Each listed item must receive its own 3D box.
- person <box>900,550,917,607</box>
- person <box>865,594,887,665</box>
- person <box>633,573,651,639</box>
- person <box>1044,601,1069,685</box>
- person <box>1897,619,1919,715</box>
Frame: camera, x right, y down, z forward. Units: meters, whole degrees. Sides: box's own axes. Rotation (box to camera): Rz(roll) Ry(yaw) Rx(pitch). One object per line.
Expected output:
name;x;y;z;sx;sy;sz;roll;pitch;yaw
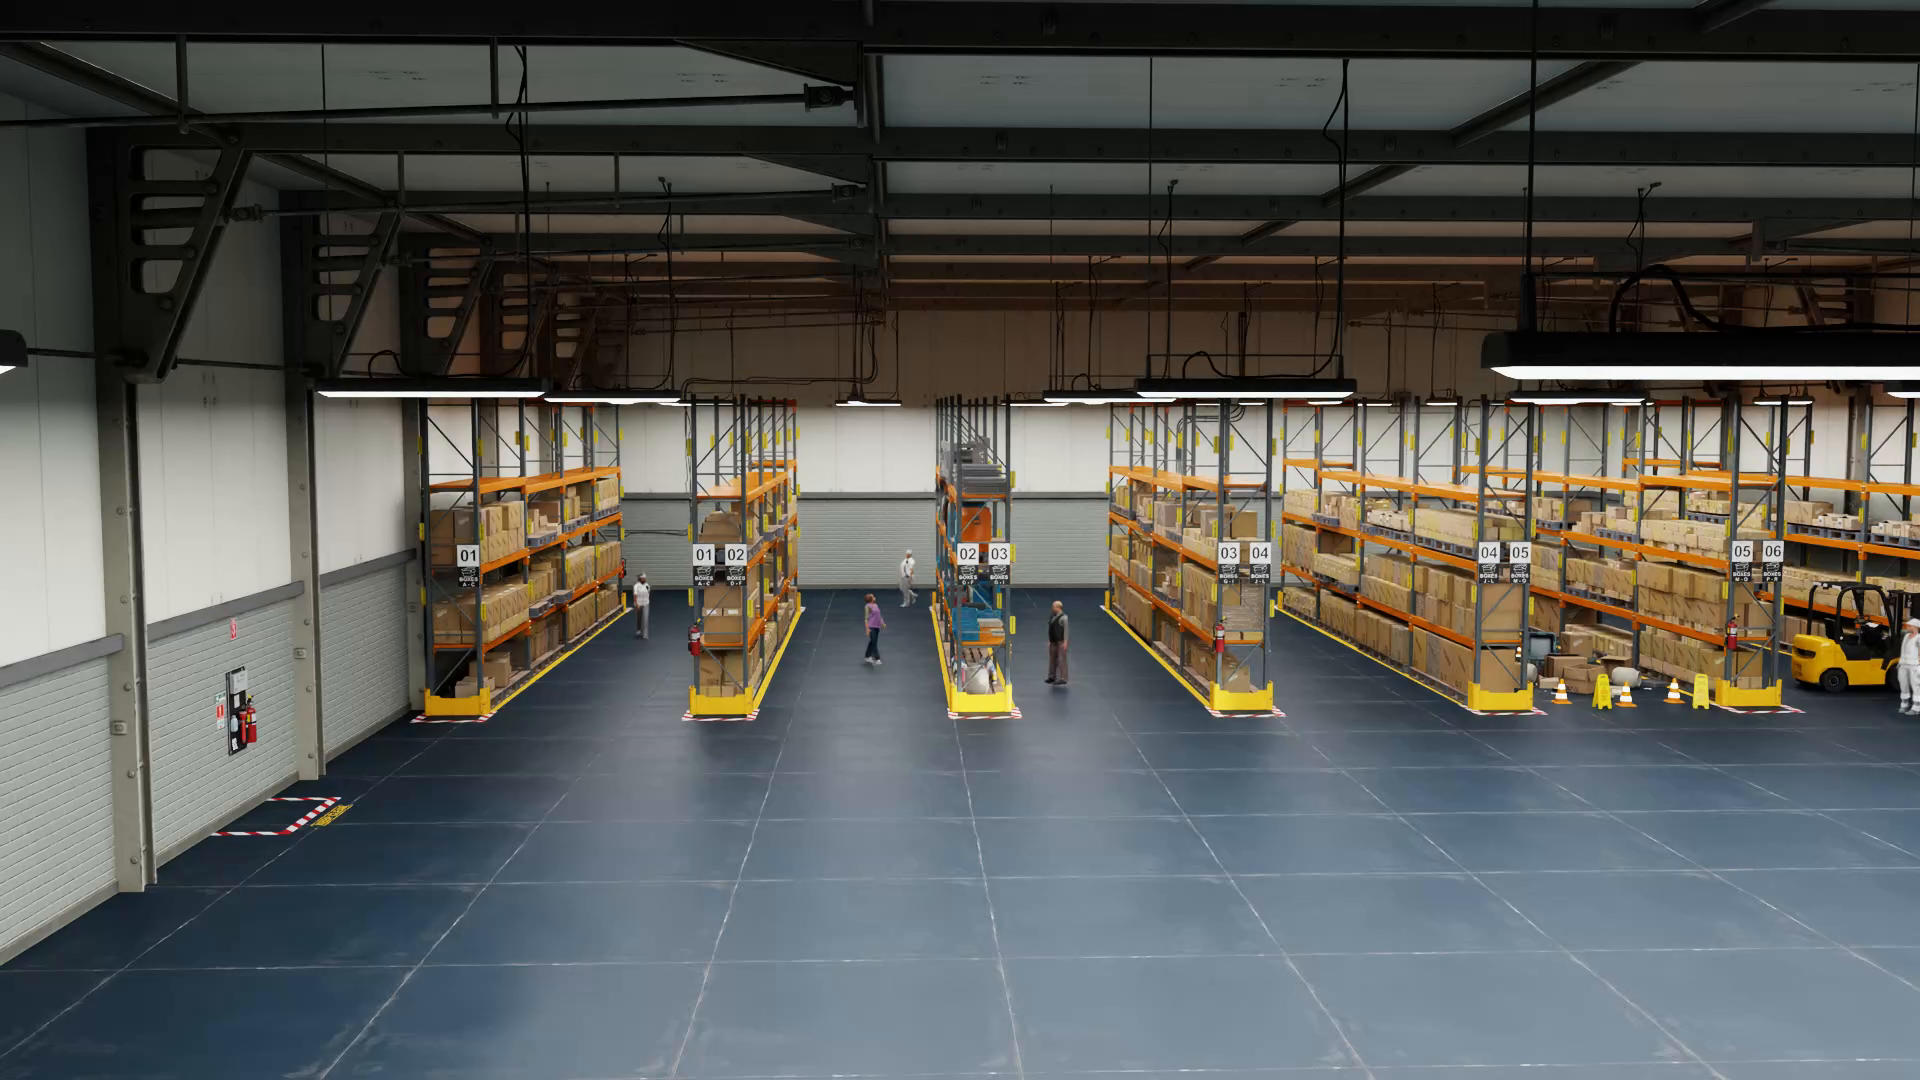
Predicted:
person;-1.486;1.100;48.159;0.518;1.649;0.508;0;5;-6
person;-1.897;1.992;37.292;0.456;1.545;0.727;-4;6;-41
person;-7.948;1.624;41.599;0.429;1.644;0.939;-1;5;-12
person;1.995;2.125;34.473;0.440;1.723;0.580;-3;5;-34
person;17.862;2.378;31.260;0.465;1.806;0.558;-2;5;-25
